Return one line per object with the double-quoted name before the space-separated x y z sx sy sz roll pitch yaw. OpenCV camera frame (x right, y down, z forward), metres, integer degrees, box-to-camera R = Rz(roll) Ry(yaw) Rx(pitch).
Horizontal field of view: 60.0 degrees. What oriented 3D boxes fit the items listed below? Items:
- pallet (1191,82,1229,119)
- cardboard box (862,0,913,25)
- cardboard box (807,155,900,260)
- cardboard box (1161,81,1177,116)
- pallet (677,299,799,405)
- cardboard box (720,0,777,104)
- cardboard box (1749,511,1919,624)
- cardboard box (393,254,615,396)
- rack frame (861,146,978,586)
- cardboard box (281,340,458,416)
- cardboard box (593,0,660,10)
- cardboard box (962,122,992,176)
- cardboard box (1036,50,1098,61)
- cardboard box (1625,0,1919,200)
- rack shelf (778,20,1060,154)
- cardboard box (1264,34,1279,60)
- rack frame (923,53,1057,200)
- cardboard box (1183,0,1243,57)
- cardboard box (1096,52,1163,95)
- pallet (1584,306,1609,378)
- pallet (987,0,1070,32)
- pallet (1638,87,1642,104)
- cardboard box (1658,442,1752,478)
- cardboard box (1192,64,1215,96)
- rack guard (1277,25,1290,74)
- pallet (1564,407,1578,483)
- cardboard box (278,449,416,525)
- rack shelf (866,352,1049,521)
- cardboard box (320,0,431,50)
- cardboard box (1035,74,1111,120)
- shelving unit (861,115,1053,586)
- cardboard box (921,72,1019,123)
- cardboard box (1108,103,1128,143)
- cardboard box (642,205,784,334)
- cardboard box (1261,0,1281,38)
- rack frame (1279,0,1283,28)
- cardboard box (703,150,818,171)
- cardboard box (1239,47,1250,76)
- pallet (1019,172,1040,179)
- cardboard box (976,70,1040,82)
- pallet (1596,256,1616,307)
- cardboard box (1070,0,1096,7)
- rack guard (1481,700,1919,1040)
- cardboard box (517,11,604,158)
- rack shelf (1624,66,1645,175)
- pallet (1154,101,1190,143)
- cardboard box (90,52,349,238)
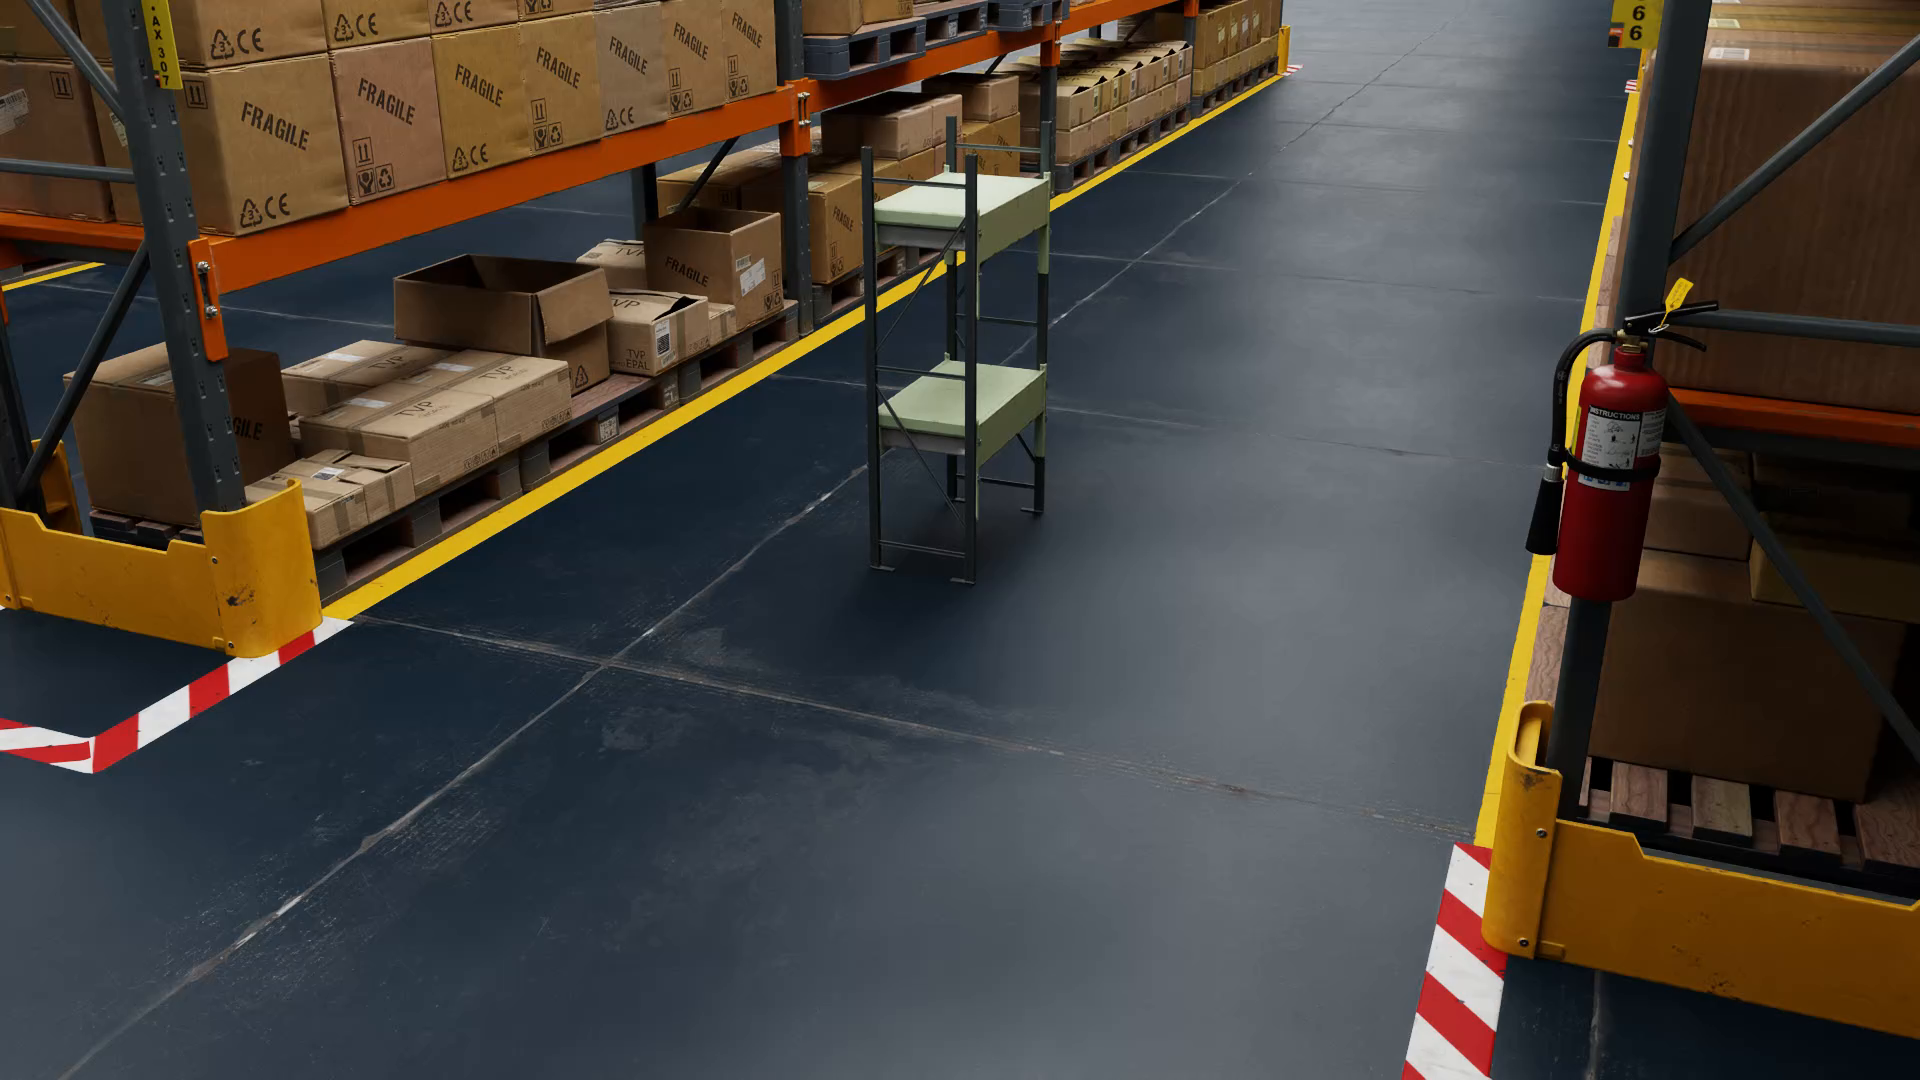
"pallet" 2.036 -4.400 16.509 1.003 0.211 1.213 9 24 20
"cardboard box" -0.690 -3.177 9.291 0.700 0.500 0.500 13 26 28
"cardboard box" -0.676 -1.925 9.640 0.500 0.500 0.500 9 24 21
"cardboard box" 1.627 -3.962 14.866 0.500 0.250 0.500 8 24 19
"pallet" -1.526 -1.012 8.400 1.003 0.211 1.213 9 24 20
"cardboard box" -1.218 -2.375 7.915 0.500 0.500 0.500 9 24 21
"cardboard box" 2.151 0.063 4.063 0.380 0.149 0.250 9 24 20
"cardboard box" -1.963 -0.923 7.236 0.797 0.503 0.637 9 24 20
"rack frame" -0.133 -0.563 5.653 0.400 1.500 0.023 9 24 20
"cardboard box" -2.402 -0.613 6.823 0.500 0.250 0.500 9 24 20
"cardboard box" -1.593 -2.470 6.845 0.500 0.500 0.500 9 24 20
"cardboard box" -0.106 -2.472 10.950 0.500 0.500 0.500 8 24 18
"cardboard box" 0.935 -4.116 14.506 0.500 0.311 0.500 8 24 18
"cardboard box" 2.577 -1.261 4.989 0.980 0.700 0.700 8 24 17
"rack shelf" -0.527 -2.929 10.303 1.077 0.370 4.000 9 24 20
"cardboard box" 3.262 -5.530 18.620 0.500 0.250 0.500 9 24 20
"rack frame" 0.216 -3.976 11.878 1.000 3.000 0.127 9 24 20
"cardboard box" 2.536 -5.158 16.756 0.500 0.500 0.500 9 24 20
"cardboard box" 1.442 -4.040 14.326 0.500 0.311 0.500 9 24 20
"pallet" 3.547 -0.837 7.980 1.003 0.211 1.213 9 24 20
"pallet" 0.029 -3.635 11.310 1.213 0.211 1.003 9 24 20
"pallet" 6.970 -4.097 15.784 1.003 0.211 1.213 9 24 20
"cardboard box" 1.985 -0.174 4.631 0.380 0.149 0.250 9 24 21
"cardboard box" 2.155 -4.455 16.047 0.500 0.250 0.500 9 24 20
"rack guard" 3.196 -5.694 19.234 1.175 0.500 0.348 9 24 20
"pallet" 2.975 -0.289 6.669 1.003 0.211 1.213 9 24 20
"cardboard box" -2.188 -0.199 5.940 0.380 0.166 0.250 9 24 20
"rack shelf" 0.002 -0.394 6.092 0.431 0.370 0.720 9 24 20
"cardboard box" -2.159 -1.930 5.552 0.500 0.500 0.500 9 24 21
"cardboard box" 0.870 -3.495 13.020 0.500 0.311 0.500 8 24 19
"shelving unit" 0.002 -0.694 5.967 0.431 1.500 0.755 9 24 20
"cardboard box" 0.069 -2.983 11.199 0.500 0.250 0.500 10 25 22
"cardboard box" 1.056 -3.414 13.553 0.500 0.250 0.500 8 24 19
"cardboard box" -1.218 -1.350 8.262 0.500 0.500 0.500 9 24 20
"cardboard box" 3.264 -5.876 18.475 0.500 0.500 0.500 9 24 20
"rack frame" 3.187 -6.839 18.731 1.000 3.000 0.127 9 24 20
"cardboard box" -1.161 -1.988 9.789 0.500 0.500 0.500 9 24 20
"cardboard box" 2.716 -4.991 17.331 0.500 0.250 0.500 9 24 20
"pallet" -0.097 -2.428 11.789 1.003 0.211 1.213 9 24 20
"cardboard box" 0.369 -3.570 13.199 0.500 0.311 0.500 8 24 19
"pallet" 3.999 -1.275 9.029 1.003 0.211 1.213 9 24 20
"cardboard box" 0.728 -4.228 12.595 0.500 0.311 0.500 8 24 19
"rack guard" 1.836 0.756 3.790 1.175 0.500 0.348 9 24 20
"cardboard box" -1.783 -1.824 6.595 0.500 0.500 0.500 9 24 21
"rack shelf" 4.073 -2.221 8.608 1.077 0.370 4.000 9 24 20
"pallet" 1.464 -3.852 15.197 1.003 0.211 1.213 9 24 20
"cardboard box" -2.346 -1.281 5.294 0.500 0.500 0.500 9 24 21
